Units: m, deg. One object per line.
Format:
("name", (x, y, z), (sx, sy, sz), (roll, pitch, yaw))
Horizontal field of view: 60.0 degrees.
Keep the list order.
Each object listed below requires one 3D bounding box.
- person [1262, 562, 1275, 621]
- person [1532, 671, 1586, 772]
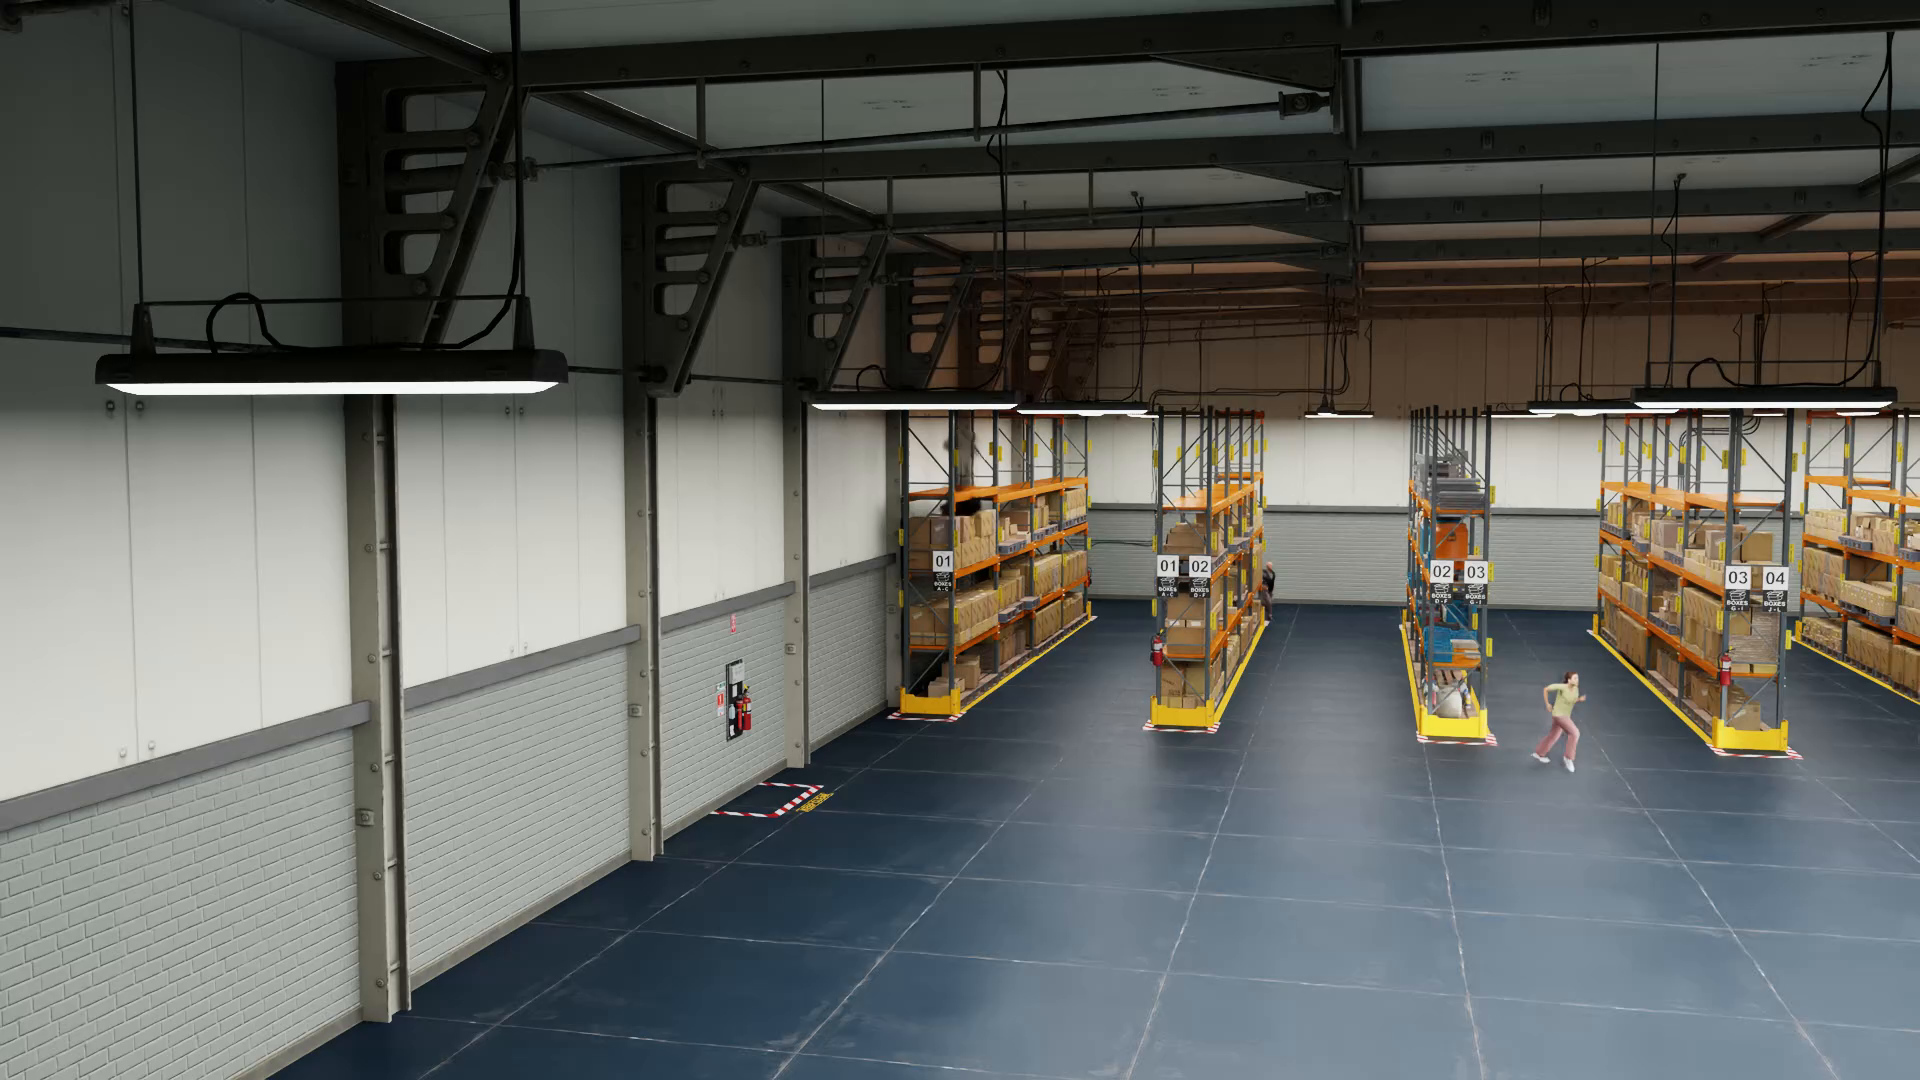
("person", (8.785, 1.474, 47.903), (0.650, 1.697, 0.732), (-2, 5, -30))
("person", (9.856, 2.942, 27.380), (0.572, 1.651, 0.897), (-4, 5, -41))
